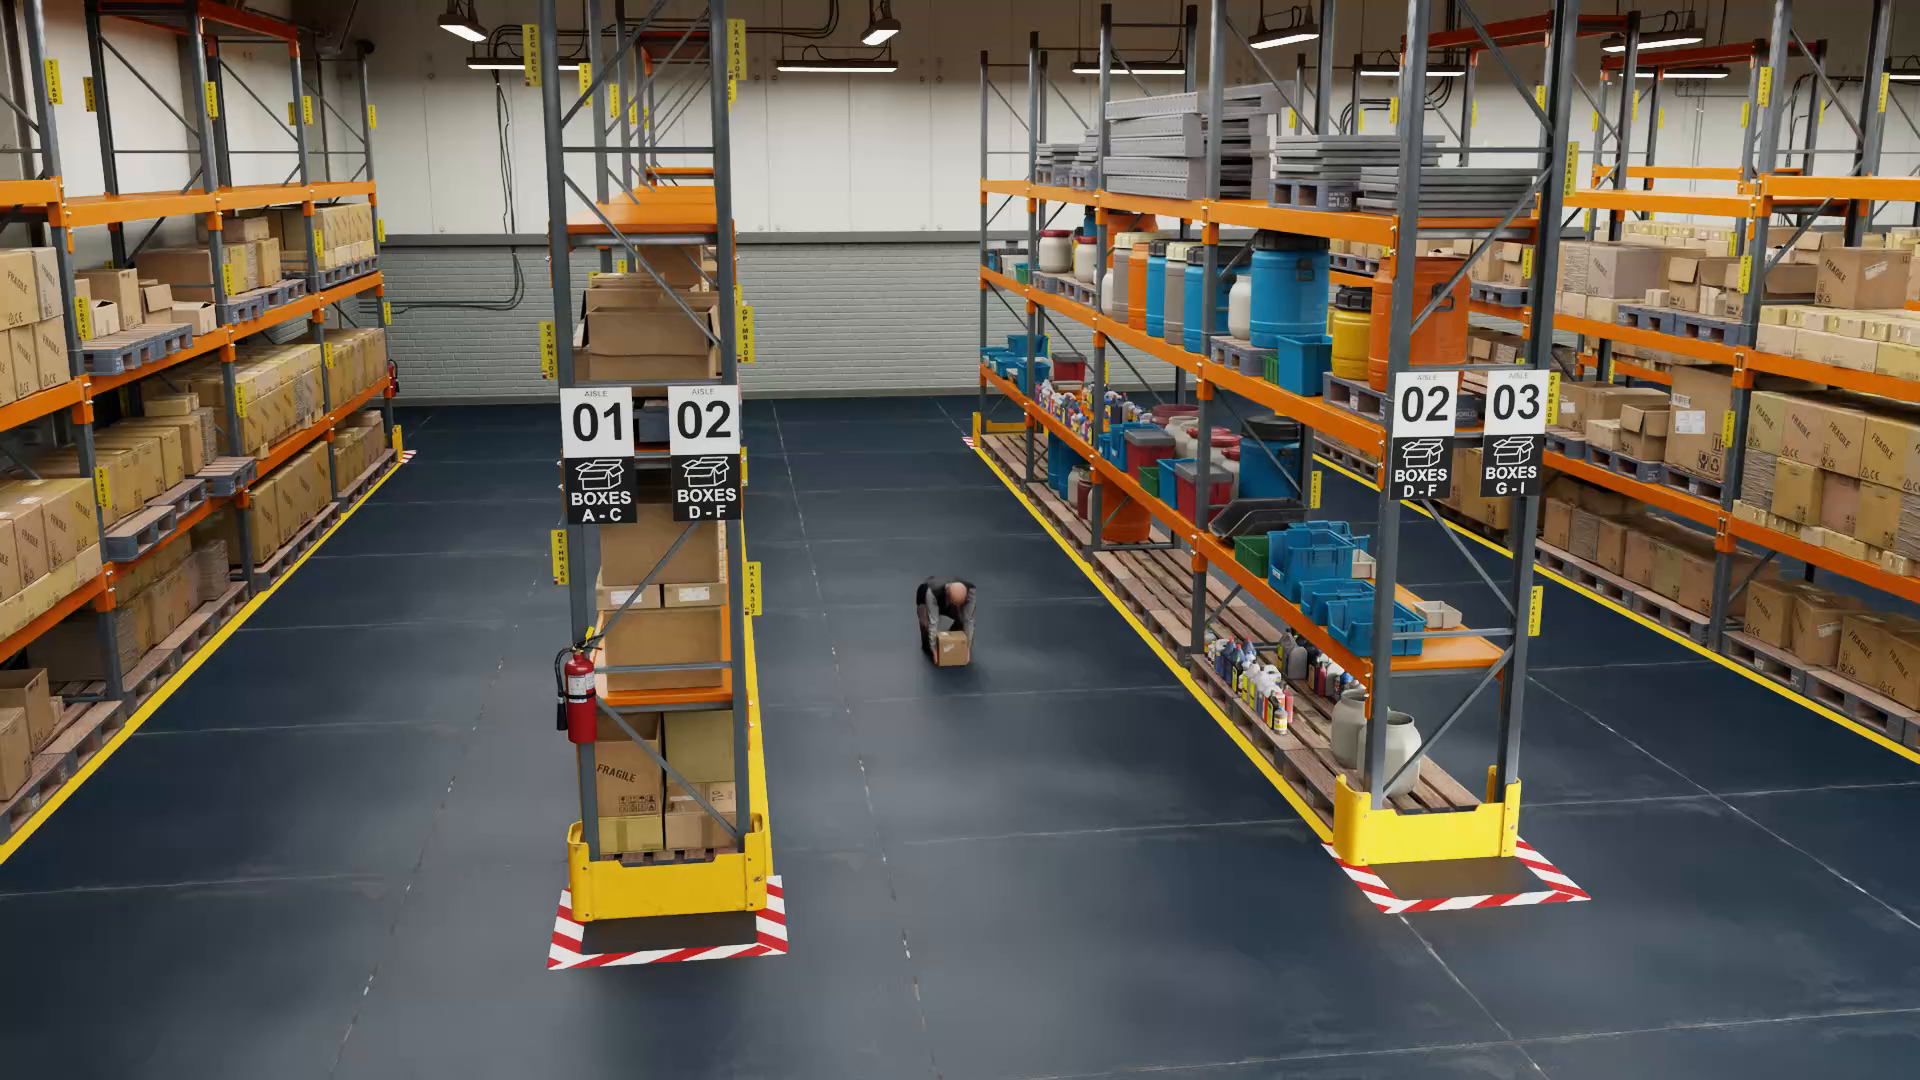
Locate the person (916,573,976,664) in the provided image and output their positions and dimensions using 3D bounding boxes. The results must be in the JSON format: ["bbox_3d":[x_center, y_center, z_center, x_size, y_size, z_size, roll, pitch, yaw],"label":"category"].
[{"bbox_3d":[-0.128,0.711,15.313,0.519,0.837,0.907,-2,13,-9],"label":"person"}]
